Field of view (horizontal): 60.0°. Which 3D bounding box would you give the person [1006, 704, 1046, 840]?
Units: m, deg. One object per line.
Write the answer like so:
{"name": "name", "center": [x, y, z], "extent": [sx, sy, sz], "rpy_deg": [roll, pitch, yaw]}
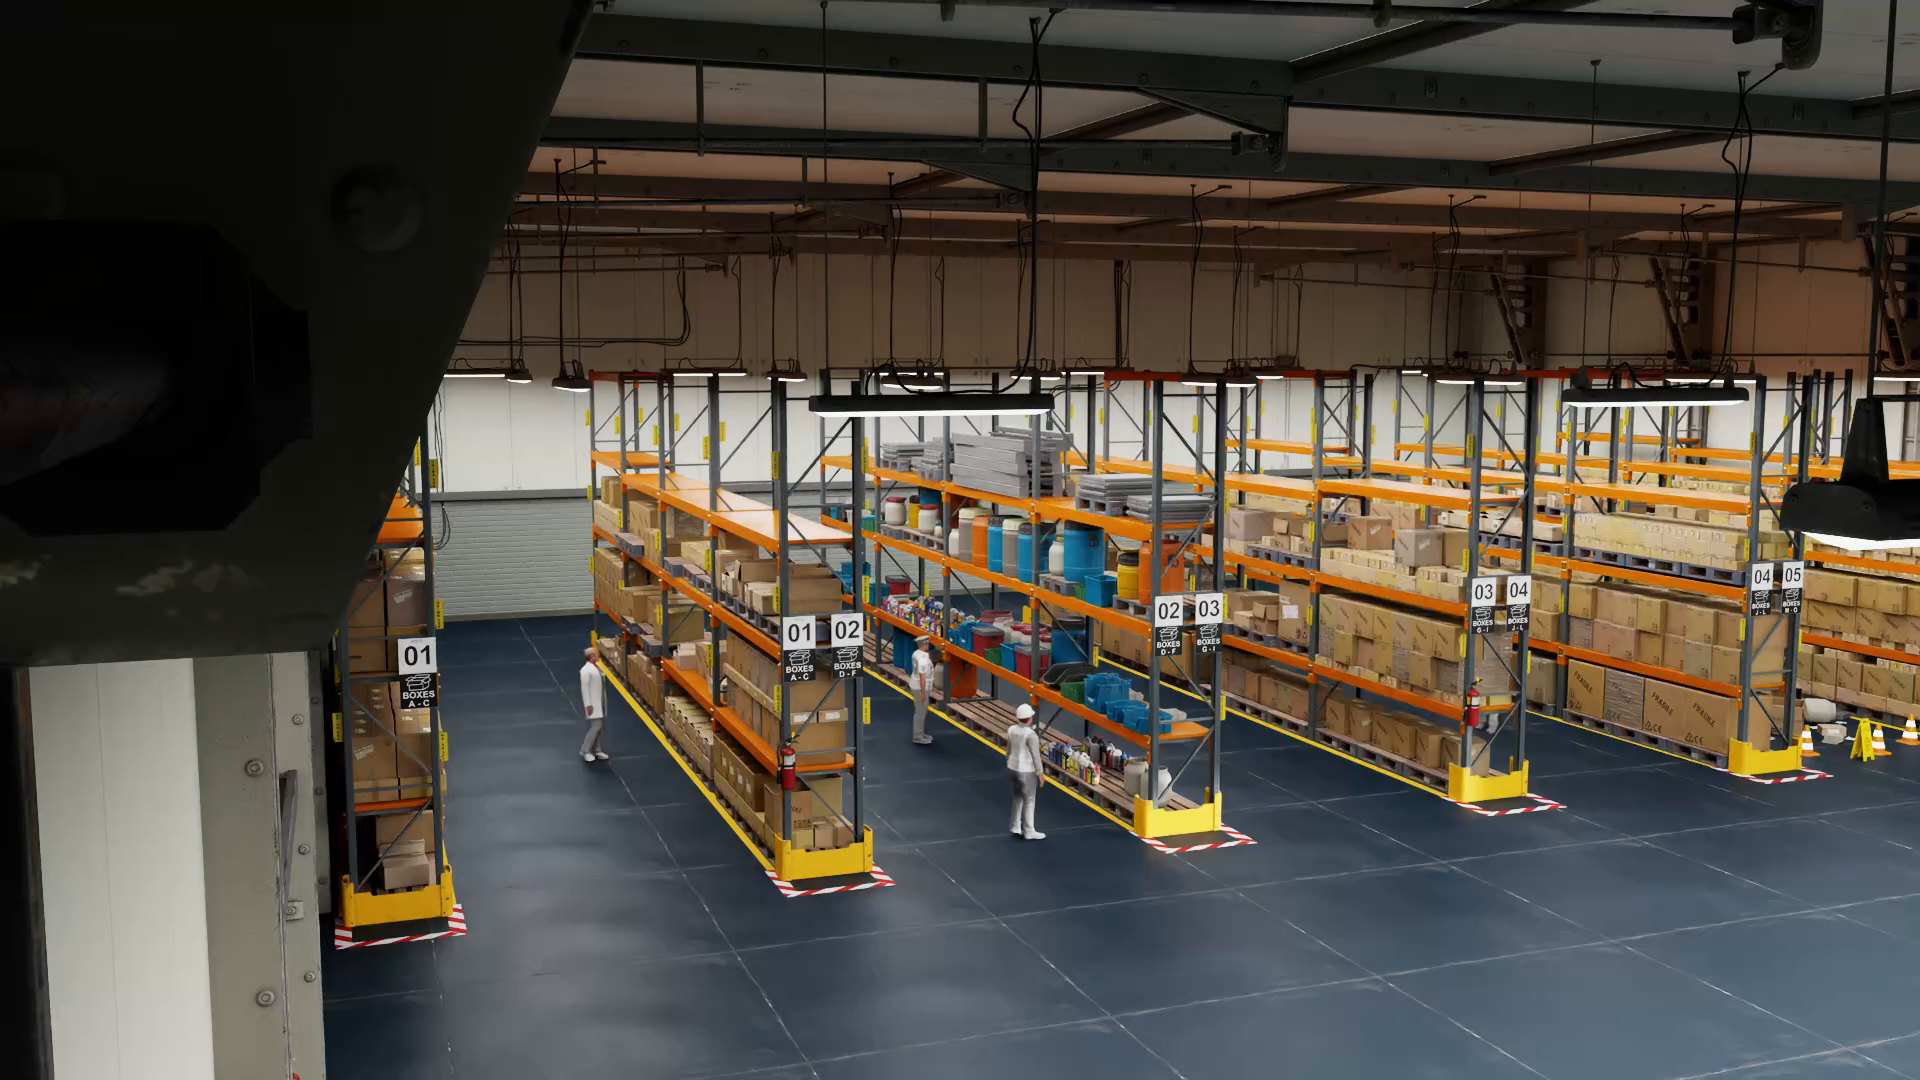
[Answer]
{"name": "person", "center": [0.858, 3.062, 21.811], "extent": [0.394, 1.857, 0.620], "rpy_deg": [-4, 8, -34]}

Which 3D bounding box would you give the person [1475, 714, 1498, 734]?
{"name": "person", "center": [8.884, 2.375, 28.102], "extent": [0.458, 1.678, 0.609], "rpy_deg": [-4, 7, -31]}

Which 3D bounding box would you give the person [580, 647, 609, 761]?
{"name": "person", "center": [-5.696, 2.555, 25.942], "extent": [0.465, 1.783, 0.631], "rpy_deg": [2, 7, 16]}

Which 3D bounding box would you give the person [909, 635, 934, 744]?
{"name": "person", "center": [-0.616, 2.432, 27.083], "extent": [0.408, 1.772, 0.619], "rpy_deg": [-1, 6, -10]}
